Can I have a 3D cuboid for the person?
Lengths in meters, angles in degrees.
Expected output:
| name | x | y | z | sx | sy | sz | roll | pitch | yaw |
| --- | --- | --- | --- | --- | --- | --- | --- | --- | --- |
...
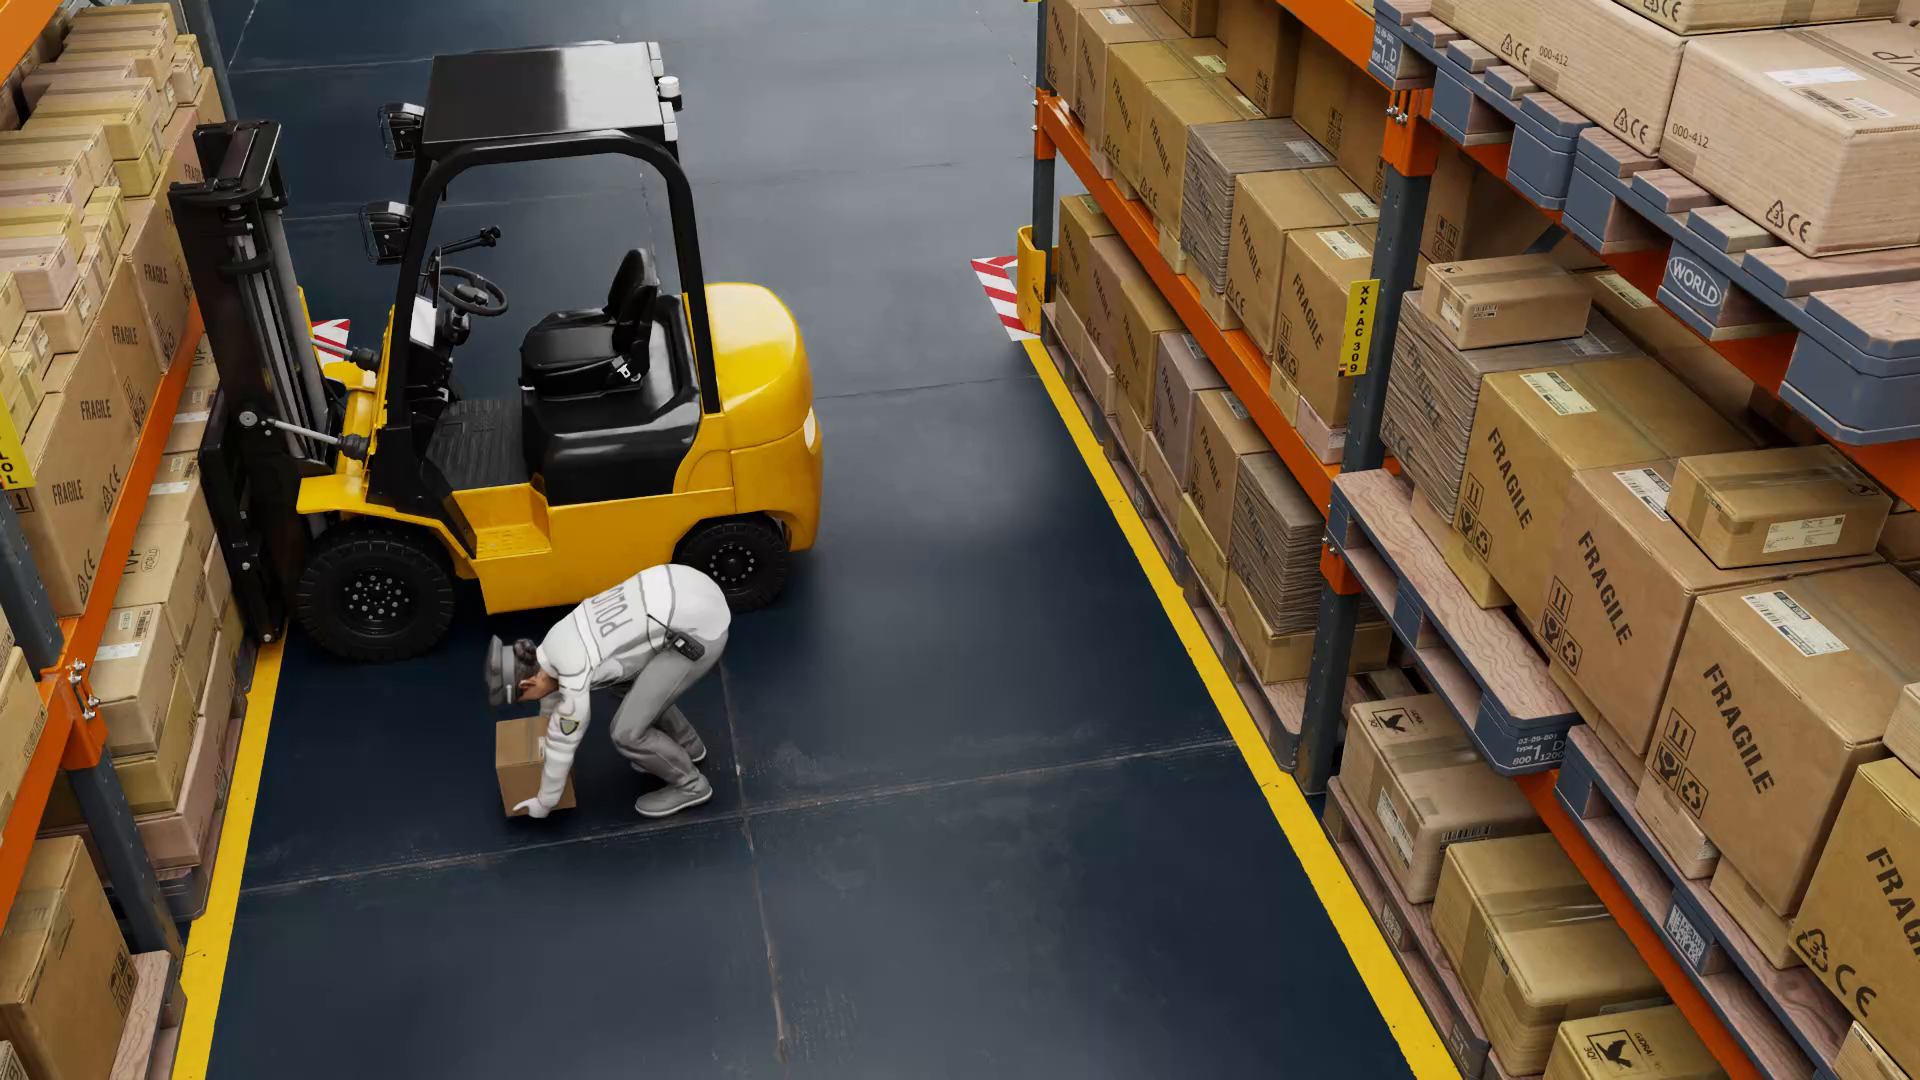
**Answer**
| name | x | y | z | sx | sy | sz | roll | pitch | yaw |
| --- | --- | --- | --- | --- | --- | --- | --- | --- | --- |
| person | -1.245 | 0.564 | 5.982 | 0.881 | 0.919 | 0.456 | -9 | 36 | -13 |
